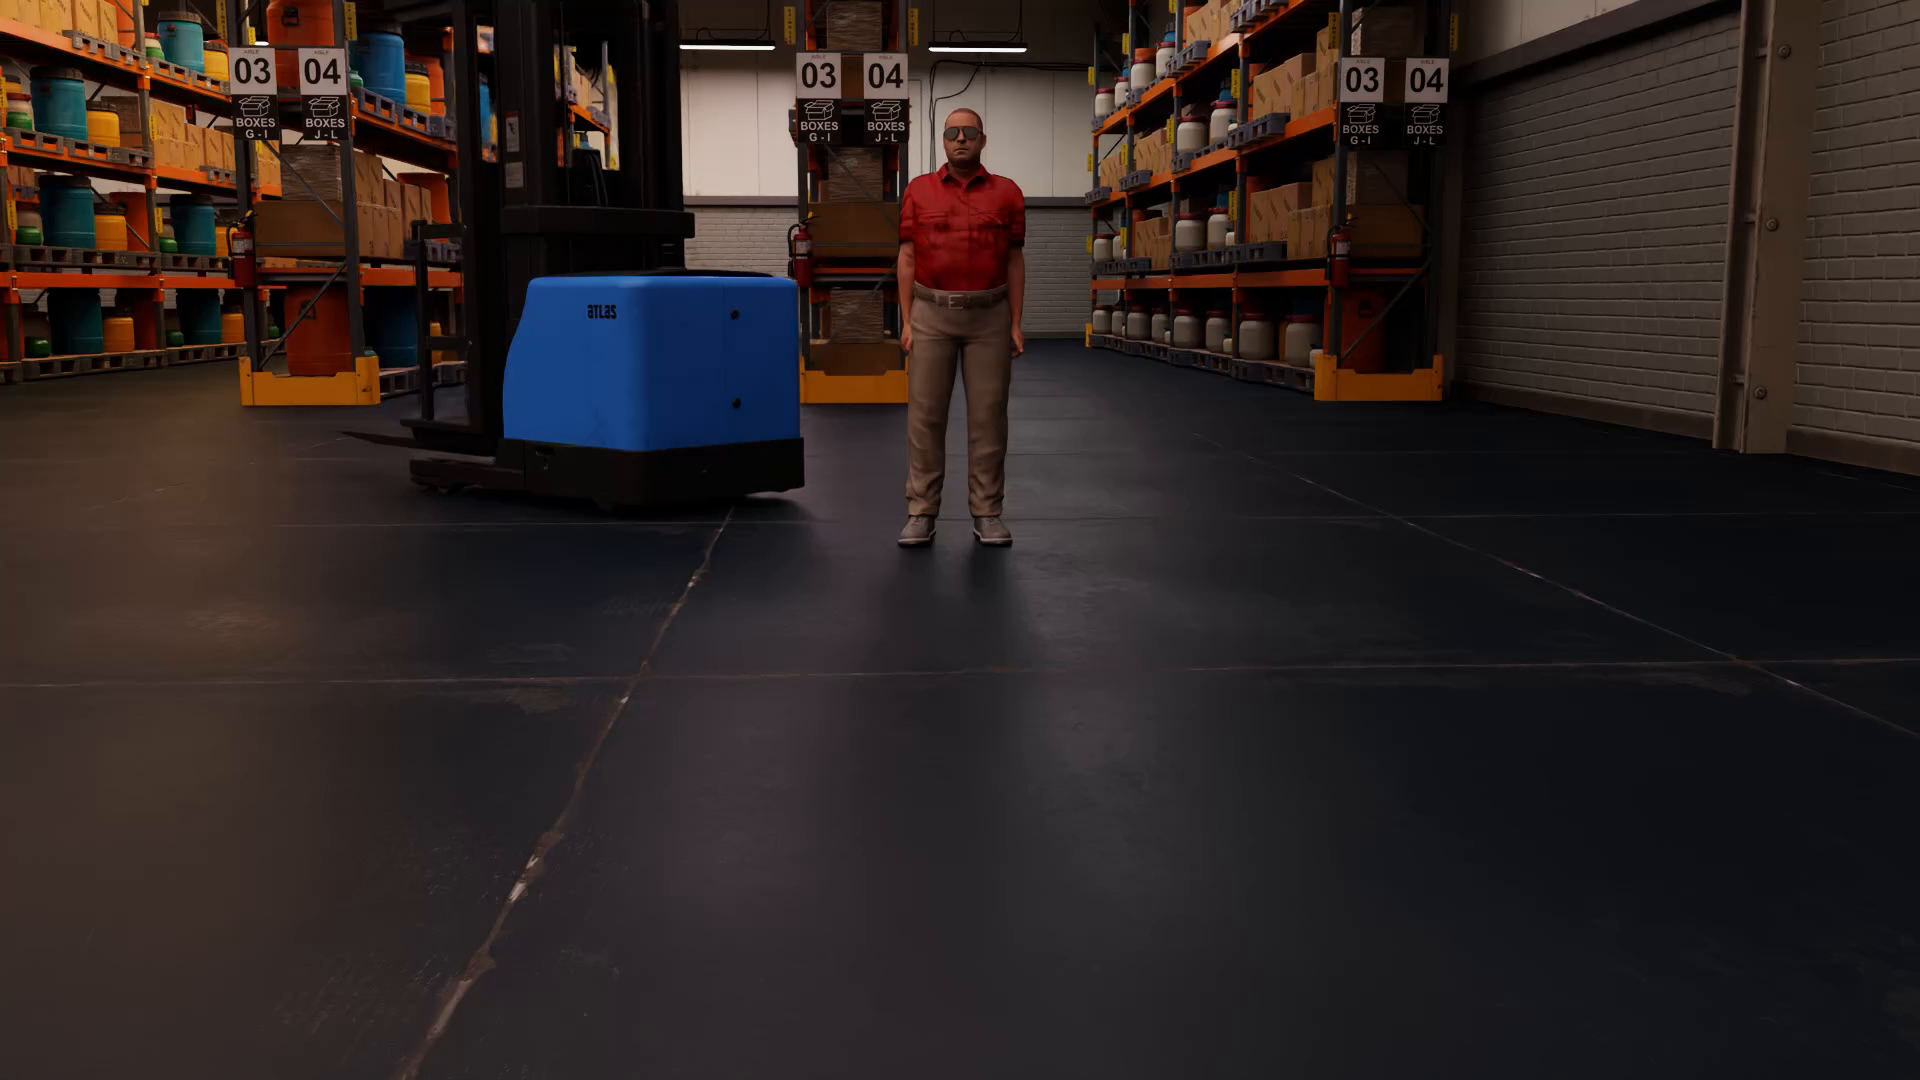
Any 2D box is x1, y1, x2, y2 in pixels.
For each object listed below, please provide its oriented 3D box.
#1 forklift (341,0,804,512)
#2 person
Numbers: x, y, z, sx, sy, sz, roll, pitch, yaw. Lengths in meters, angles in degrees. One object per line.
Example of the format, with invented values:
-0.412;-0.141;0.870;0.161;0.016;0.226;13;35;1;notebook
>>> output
-2.183;-1.733;8.505;3.031;2.935;1.130;8;11;42;forklift
0.007;-0.850;6.668;0.526;1.728;0.385;-1;8;-4;person
